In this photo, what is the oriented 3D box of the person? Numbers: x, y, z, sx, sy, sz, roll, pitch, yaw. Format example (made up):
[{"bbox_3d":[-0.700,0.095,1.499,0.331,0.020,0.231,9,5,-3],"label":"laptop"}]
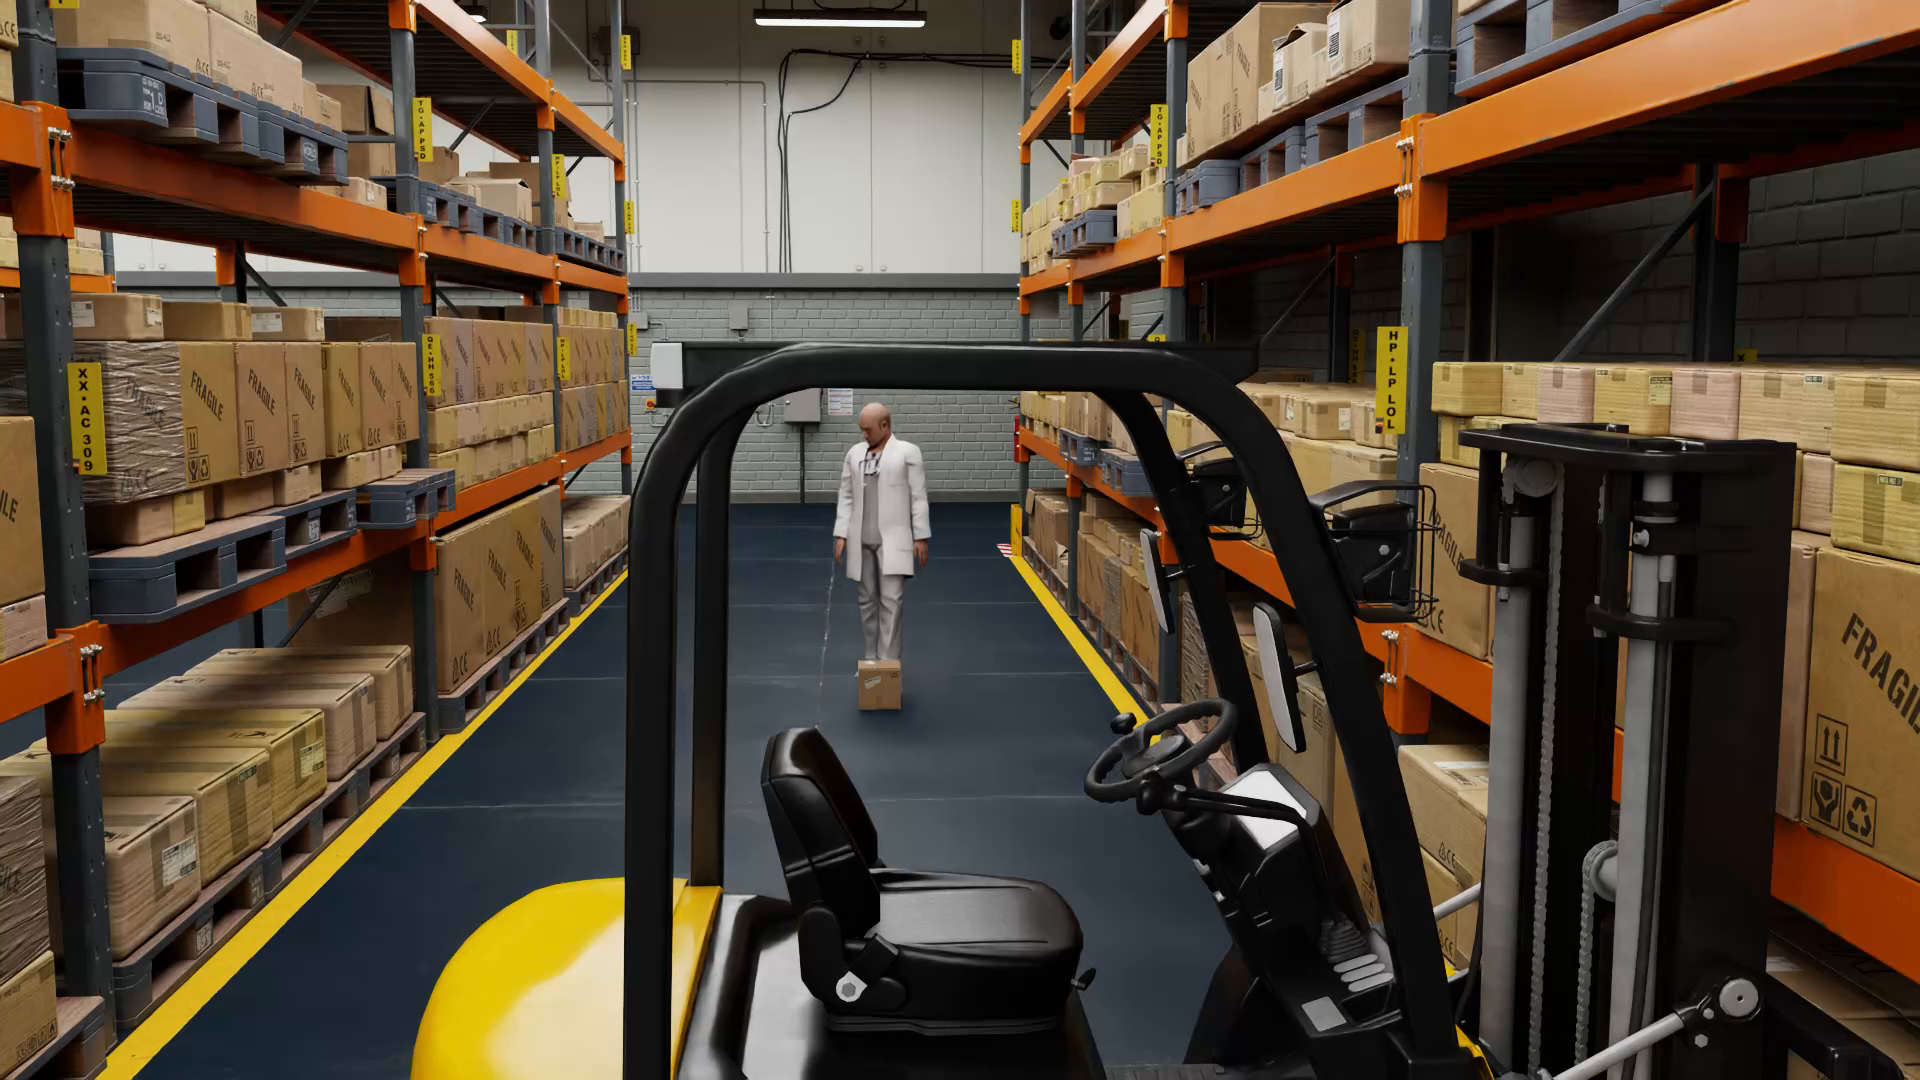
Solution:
[{"bbox_3d":[-0.553,0.028,10.409,0.632,1.763,0.734,3,7,22],"label":"person"}]
